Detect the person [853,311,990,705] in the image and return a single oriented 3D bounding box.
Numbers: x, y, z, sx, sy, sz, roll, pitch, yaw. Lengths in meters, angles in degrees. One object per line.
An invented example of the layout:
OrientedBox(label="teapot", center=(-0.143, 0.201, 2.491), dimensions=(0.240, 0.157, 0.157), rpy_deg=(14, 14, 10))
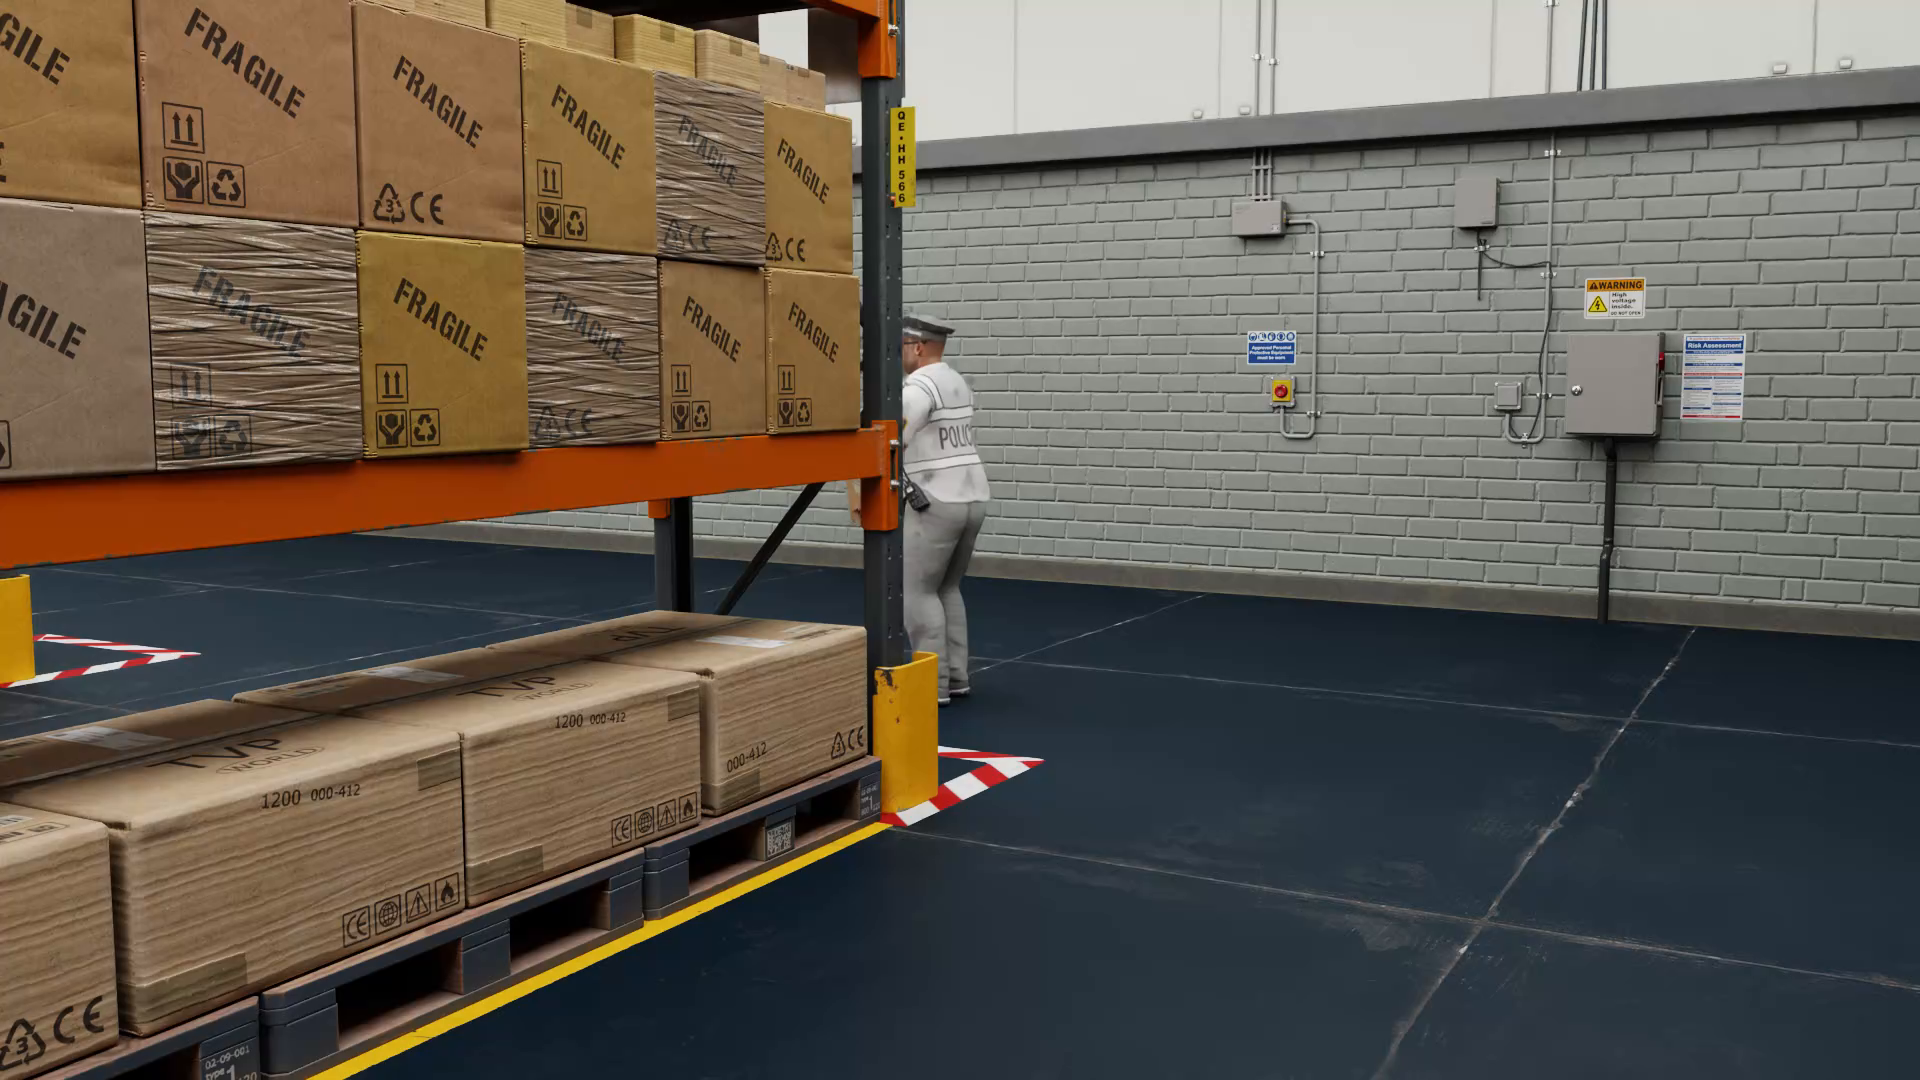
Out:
OrientedBox(label="person", center=(-0.176, -0.147, 7.513), dimensions=(0.583, 1.761, 0.488), rpy_deg=(3, 7, 28))
